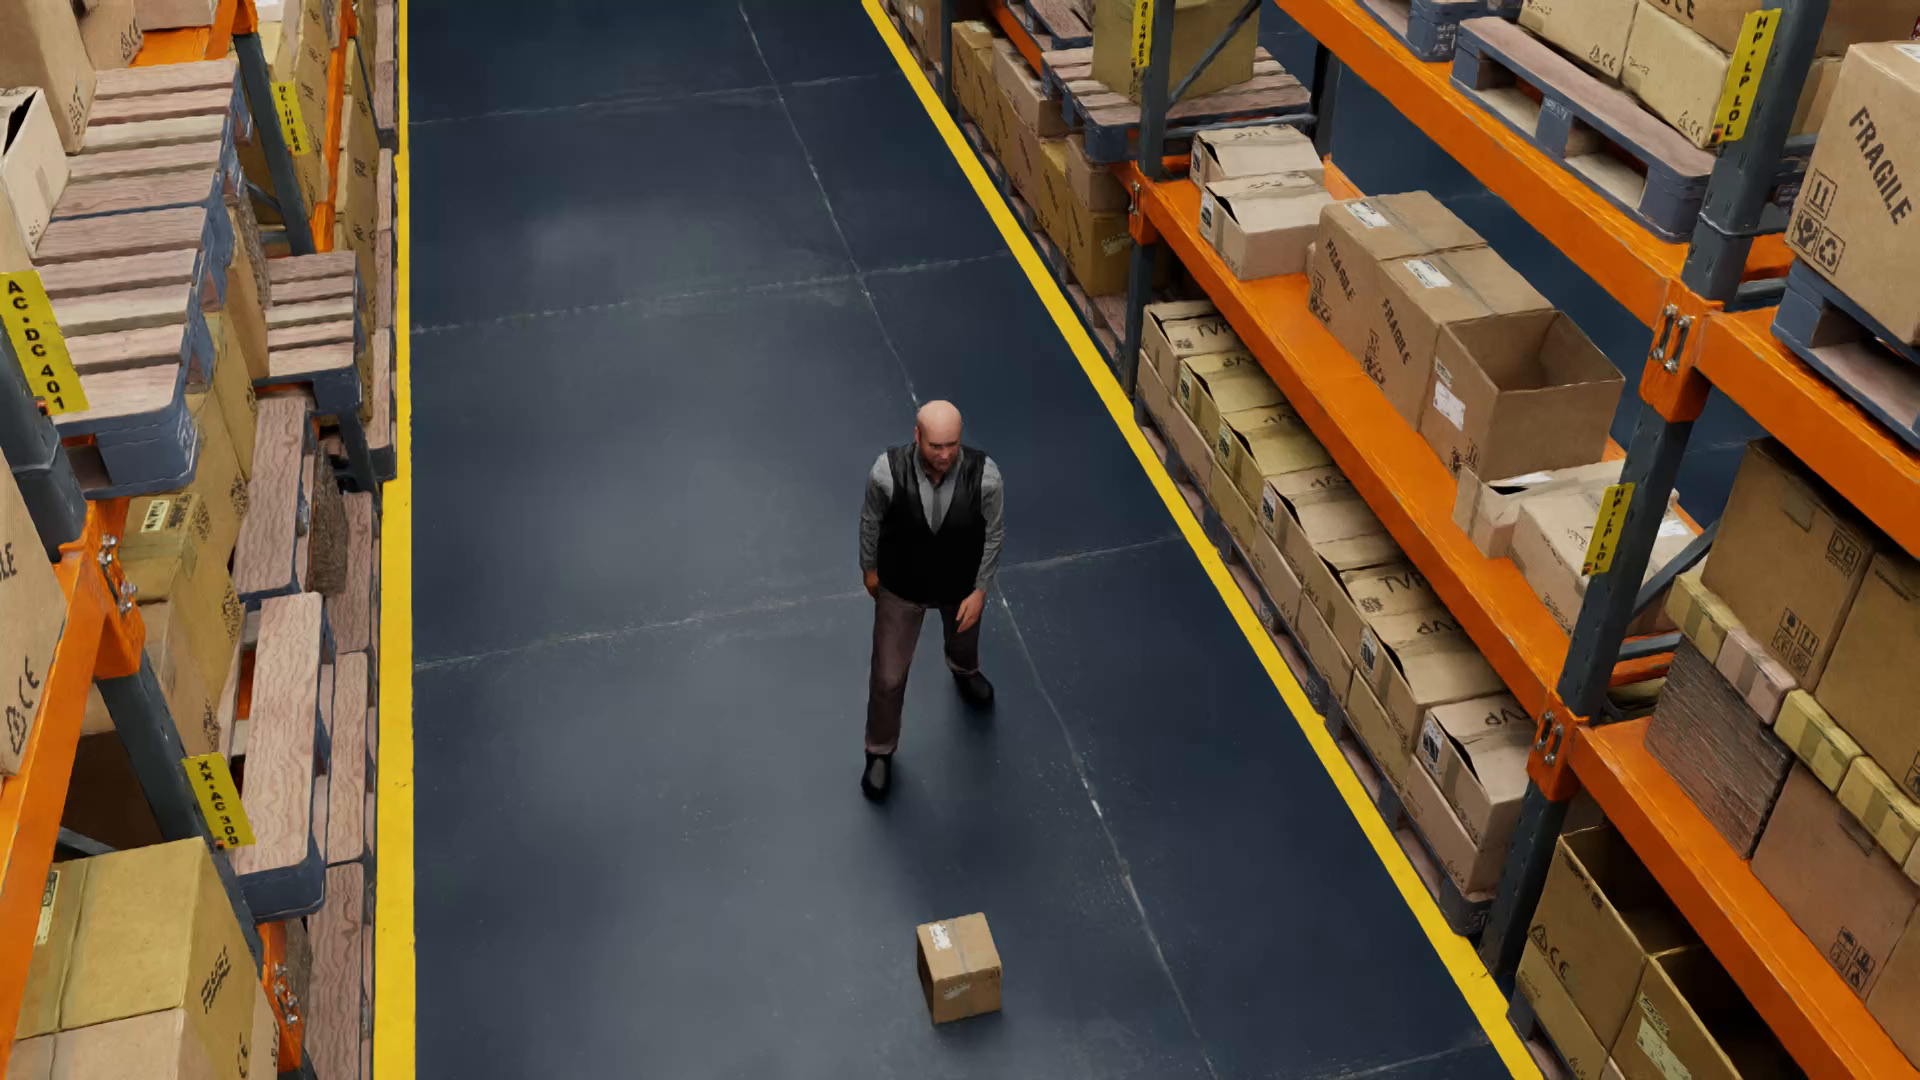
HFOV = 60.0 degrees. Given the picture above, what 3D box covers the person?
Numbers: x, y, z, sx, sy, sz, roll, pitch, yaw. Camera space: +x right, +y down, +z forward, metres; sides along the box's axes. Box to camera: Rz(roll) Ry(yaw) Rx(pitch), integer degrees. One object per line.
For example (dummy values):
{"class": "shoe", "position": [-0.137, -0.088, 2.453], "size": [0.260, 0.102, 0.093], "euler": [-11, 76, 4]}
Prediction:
{"class": "person", "position": [-0.132, 0.153, 6.565], "size": [0.603, 1.688, 0.799], "euler": [-3, 38, -4]}
